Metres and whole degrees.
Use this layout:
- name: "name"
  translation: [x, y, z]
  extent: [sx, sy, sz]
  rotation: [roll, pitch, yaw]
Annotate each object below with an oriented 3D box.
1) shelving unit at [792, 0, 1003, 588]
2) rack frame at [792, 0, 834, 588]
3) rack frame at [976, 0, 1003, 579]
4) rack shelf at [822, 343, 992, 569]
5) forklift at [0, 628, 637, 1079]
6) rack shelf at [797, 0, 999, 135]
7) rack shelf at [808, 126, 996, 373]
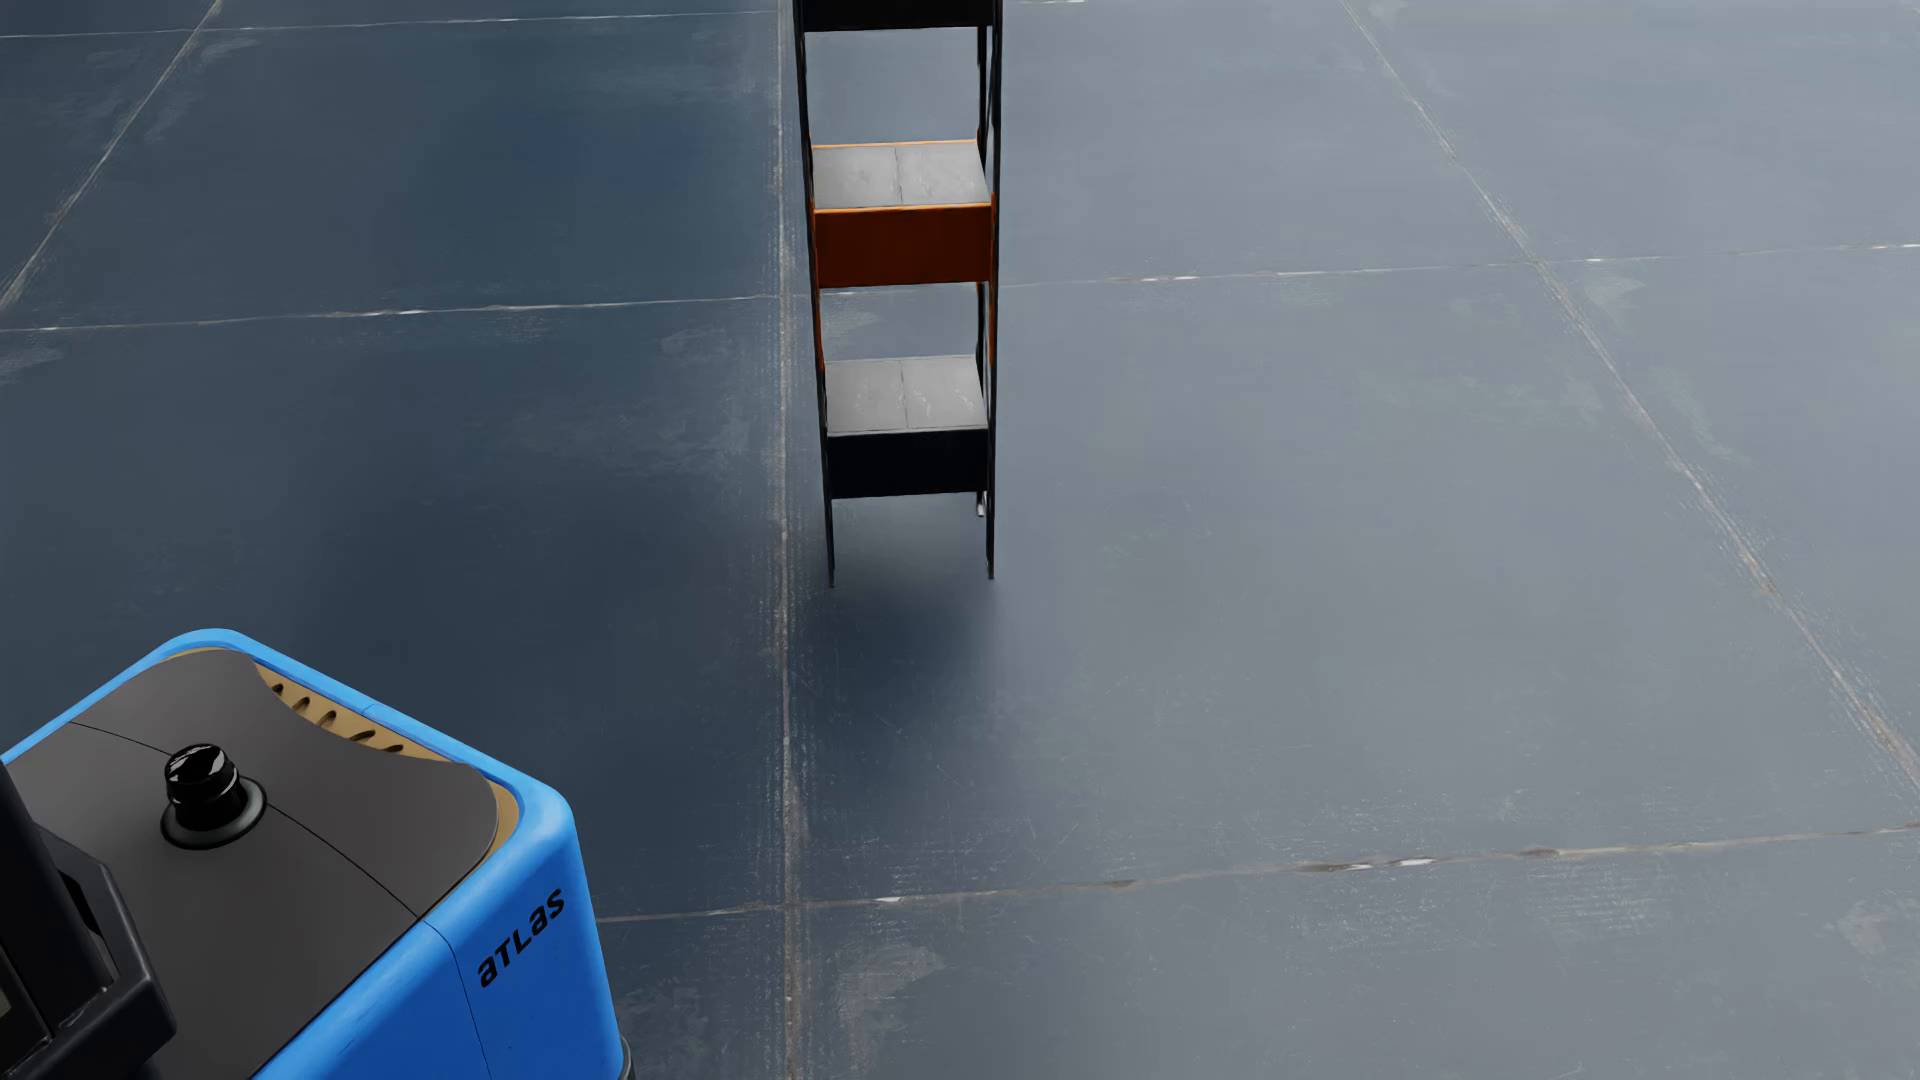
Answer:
- name: "shelving unit"
  translation: [-0.165, -0.815, 4.588]
  extent: [0.503, 2.100, 0.431]
  rotation: [-3, 38, -4]
- name: "rack frame"
  translation: [-0.408, -0.802, 4.571]
  extent: [0.015, 2.100, 0.400]
  rotation: [-3, 38, -4]
- name: "rack frame"
  translation: [0.078, -0.829, 4.605]
  extent: [0.015, 2.100, 0.400]
  rotation: [-3, 38, -4]
- name: "rack shelf"
  translation: [-0.165, -0.255, 5.030]
  extent: [0.480, 0.518, 0.431]
  rotation: [-3, 38, -4]
- name: "forklift"
  translation: [-1.857, 0.782, 1.893]
  extent: [1.130, 2.935, 3.031]
  rotation: [20, 43, 24]
- name: "rack shelf"
  translation: [-0.165, -1.354, 4.163]
  extent: [0.480, 0.518, 0.431]
  rotation: [-3, 38, -4]
- name: "rack shelf"
  translation: [-0.165, -0.805, 4.597]
  extent: [0.480, 0.518, 0.431]
  rotation: [-3, 38, -4]
